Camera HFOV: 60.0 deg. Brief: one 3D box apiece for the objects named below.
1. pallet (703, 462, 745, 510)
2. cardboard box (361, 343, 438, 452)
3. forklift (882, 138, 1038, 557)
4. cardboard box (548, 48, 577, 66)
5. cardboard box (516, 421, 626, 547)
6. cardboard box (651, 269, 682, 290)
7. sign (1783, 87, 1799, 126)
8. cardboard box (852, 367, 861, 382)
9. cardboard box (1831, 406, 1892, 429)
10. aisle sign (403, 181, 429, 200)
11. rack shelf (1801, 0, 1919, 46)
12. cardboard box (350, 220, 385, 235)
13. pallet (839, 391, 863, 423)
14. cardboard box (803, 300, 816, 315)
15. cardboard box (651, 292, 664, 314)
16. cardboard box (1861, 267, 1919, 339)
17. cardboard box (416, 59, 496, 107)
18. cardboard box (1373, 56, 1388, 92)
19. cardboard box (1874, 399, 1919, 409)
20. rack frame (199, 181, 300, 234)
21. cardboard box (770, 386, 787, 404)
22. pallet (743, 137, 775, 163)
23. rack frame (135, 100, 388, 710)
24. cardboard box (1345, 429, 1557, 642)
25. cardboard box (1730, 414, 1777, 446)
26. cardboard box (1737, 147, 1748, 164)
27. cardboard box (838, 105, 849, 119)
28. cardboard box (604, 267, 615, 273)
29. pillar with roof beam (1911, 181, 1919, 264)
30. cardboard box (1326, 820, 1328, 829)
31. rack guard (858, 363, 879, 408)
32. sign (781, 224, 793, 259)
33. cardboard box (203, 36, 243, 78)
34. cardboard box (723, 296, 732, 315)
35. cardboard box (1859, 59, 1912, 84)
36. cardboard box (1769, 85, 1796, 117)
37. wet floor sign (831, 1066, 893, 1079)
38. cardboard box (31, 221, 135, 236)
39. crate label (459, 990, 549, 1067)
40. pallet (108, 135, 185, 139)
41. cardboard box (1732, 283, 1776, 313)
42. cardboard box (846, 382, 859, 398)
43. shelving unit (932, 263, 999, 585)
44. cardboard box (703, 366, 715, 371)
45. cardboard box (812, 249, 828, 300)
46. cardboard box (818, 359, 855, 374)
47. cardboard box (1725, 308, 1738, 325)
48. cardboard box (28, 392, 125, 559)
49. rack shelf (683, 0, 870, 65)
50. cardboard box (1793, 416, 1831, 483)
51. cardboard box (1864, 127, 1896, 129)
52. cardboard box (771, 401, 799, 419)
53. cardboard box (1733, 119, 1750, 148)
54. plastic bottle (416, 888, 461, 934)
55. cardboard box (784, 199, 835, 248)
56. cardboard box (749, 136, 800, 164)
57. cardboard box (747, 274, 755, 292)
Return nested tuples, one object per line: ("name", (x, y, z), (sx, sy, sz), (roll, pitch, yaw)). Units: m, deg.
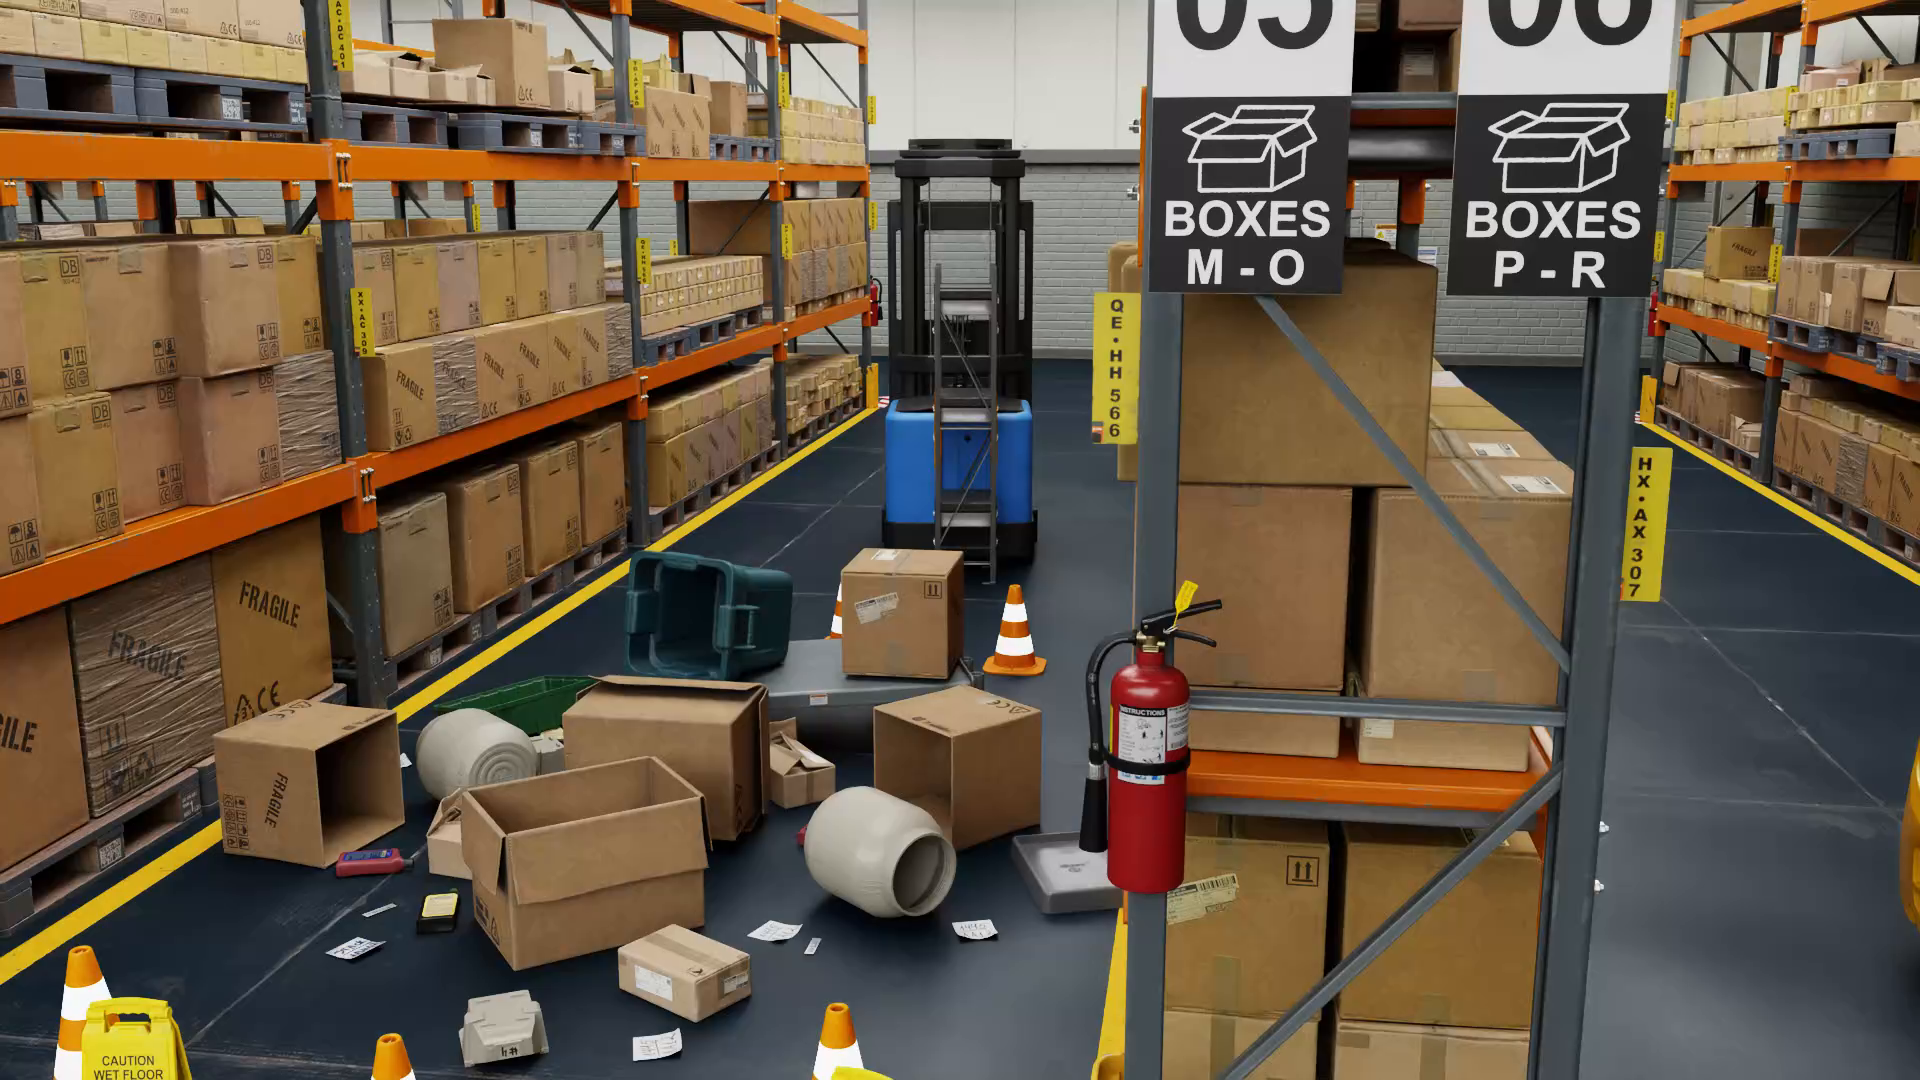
("pallet", (-2.483, -0.483, 14.235), (1.003, 0.211, 1.213), (2, 12, 9))
("cardboard box", (-3.063, -0.747, 8.604), (0.500, 0.500, 0.500), (2, 12, 9))
("forklift", (0.005, -1.564, 12.793), (1.130, 2.935, 3.031), (0, 12, 0))
("cardboard box", (-2.989, -3.413, 12.034), (0.396, 0.266, 0.258), (2, 12, 9))
("cardboard box", (-2.977, -0.412, 11.629), (1.050, 0.750, 0.750), (2, 12, 8))
("cardboard box", (-2.410, -2.056, 13.100), (0.380, 0.149, 0.250), (1, 12, 6))
("sign", (7.095, -3.699, 14.189), (0.100, 0.325, 0.005), (2, 12, 9))
("cardboard box", (-1.363, -1.934, 19.411), (0.380, 0.149, 0.250), (2, 12, 7))
("cardboard box", (7.216, -0.976, 13.299), (0.380, 0.149, 0.250), (2, 12, 9))
("aisle sign", (-6.735, -4.573, 20.423), (0.394, 0.787, 0.004), (2, 12, 9))
("rack shelf", (7.325, -3.933, 12.040), (1.077, 0.370, 4.000), (2, 12, 9))
("cardboard box", (-6.941, -3.413, 19.080), (0.500, 0.500, 0.500), (2, 12, 7))
("pallet", (-1.736, -1.549, 19.180), (1.003, 0.211, 1.213), (2, 12, 9))
("cardboard box", (-1.706, -2.409, 17.147), (0.380, 0.149, 0.250), (2, 12, 10))
("cardboard box", (-2.482, -1.809, 12.661), (0.380, 0.149, 0.250), (2, 12, 11))
("cardboard box", (7.086, -1.733, 12.171), (0.797, 0.503, 0.637), (2, 12, 7))
("cardboard box", (-2.912, -2.635, 9.566), (0.396, 0.266, 0.258), (2, 12, 9))
("cardboard box", (1.294, -1.192, 4.380), (0.380, 0.149, 0.250), (2, 12, 8))
("cardboard box", (7.797, -1.072, 13.747), (0.380, 0.149, 0.250), (2, 12, 9))
("rack frame", (-7.065, -2.445, 16.718), (1.000, 3.000, 0.127), (2, 12, 9))
("cardboard box", (-1.922, -1.431, 16.370), (0.380, 0.149, 0.250), (2, 12, 11))
("pallet", (-2.379, -3.513, 14.998), (1.213, 0.211, 1.003), (2, 12, 9))
("rack frame", (-3.410, -0.598, 8.147), (1.000, 3.000, 0.127), (2, 12, 9))
("cardboard box", (1.305, -0.018, 4.512), (0.500, 0.500, 0.500), (2, 12, 10))
("cardboard box", (7.483, -1.032, 15.657), (0.396, 0.266, 0.258), (2, 12, 11))
("cardboard box", (7.632, -3.657, 15.817), (0.380, 0.149, 0.250), (2, 12, 9))
("cardboard box", (-1.432, -4.689, 18.235), (0.380, 0.149, 0.250), (2, 12, 10))
("cardboard box", (-3.011, -2.133, 13.459), (0.380, 0.149, 0.250), (2, 12, 9))
("pillar with roof beam", (4.377, -5.152, 15.038), (9.100, 9.000, 0.400), (2, 12, 9))
("cardboard box", (1.358, 0.874, 5.070), (0.500, 0.500, 0.500), (1, 12, 7))
("rack guard", (-1.576, -1.858, 19.929), (1.175, 0.500, 0.348), (2, 12, 9))
("sign", (-1.630, -2.812, 15.673), (0.100, 0.325, 0.005), (2, 12, 9))
("cardboard box", (-3.226, -2.003, 6.910), (0.380, 0.149, 0.250), (2, 12, 10))
("cardboard box", (-2.200, -2.040, 14.441), (0.380, 0.149, 0.250), (1, 12, 6))
("cardboard box", (7.653, -3.843, 13.760), (0.396, 0.266, 0.258), (2, 12, 8))
("cardboard box", (7.472, -3.859, 14.625), (0.500, 0.250, 0.500), (2, 12, 9))
("wet floor sign", (-0.205, 1.530, 3.863), (0.267, 0.644, 0.232), (7, 14, 28))
("cardboard box", (-7.448, -2.439, 14.071), (0.797, 0.503, 0.637), (2, 12, 10))
("crate label", (-1.416, 1.511, 5.155), (0.250, 0.136, 0.298), (-5, 13, -21))
("pallet", (-7.464, -3.355, 14.269), (1.003, 0.211, 1.213), (2, 12, 11))
("cardboard box", (7.532, -2.255, 15.485), (0.500, 0.250, 0.500), (2, 12, 9))
("cardboard box", (-1.378, -1.734, 19.191), (0.380, 0.149, 0.250), (2, 12, 10))
("shelving unit", (0.039, -0.782, 11.137), (0.431, 2.100, 0.503), (0, 12, 0))
("cardboard box", (-2.554, -1.468, 15.341), (0.500, 0.250, 0.500), (1, 12, 6))
("cardboard box", (-1.672, -2.759, 17.234), (0.500, 0.500, 0.500), (2, 12, 7))
("cardboard box", (-1.405, -1.971, 18.879), (0.380, 0.149, 0.250), (2, 12, 7))
("cardboard box", (7.545, -2.133, 15.868), (0.380, 0.149, 0.250), (2, 12, 8))
("cardboard box", (-3.699, -0.257, 6.208), (0.875, 0.550, 0.500), (2, 12, 9))
("rack shelf", (-1.872, -5.259, 17.251), (1.077, 0.370, 4.000), (2, 12, 9))
("cardboard box", (7.264, -0.743, 13.756), (0.500, 0.500, 0.500), (2, 12, 8))
("cardboard box", (7.642, -3.444, 13.595), (0.380, 0.149, 0.250), (2, 12, 10))
("cardboard box", (-1.807, -1.285, 16.402), (0.380, 0.149, 0.250), (2, 12, 11))
("cardboard box", (7.619, -3.826, 15.655), (0.500, 0.250, 0.500), (2, 12, 10))
("plastic bottle", (-1.903, 1.350, 6.085), (0.133, 0.061, 0.283), (-2, 12, -11))
("cardboard box", (-1.616, -3.351, 17.608), (0.500, 0.500, 0.500), (1, 12, 7))
("cardboard box", (-1.847, -3.744, 15.982), (0.500, 0.250, 0.500), (3, 12, 12))
("cardboard box", (-2.085, -2.347, 15.157), (0.380, 0.149, 0.250), (2, 12, 9))
